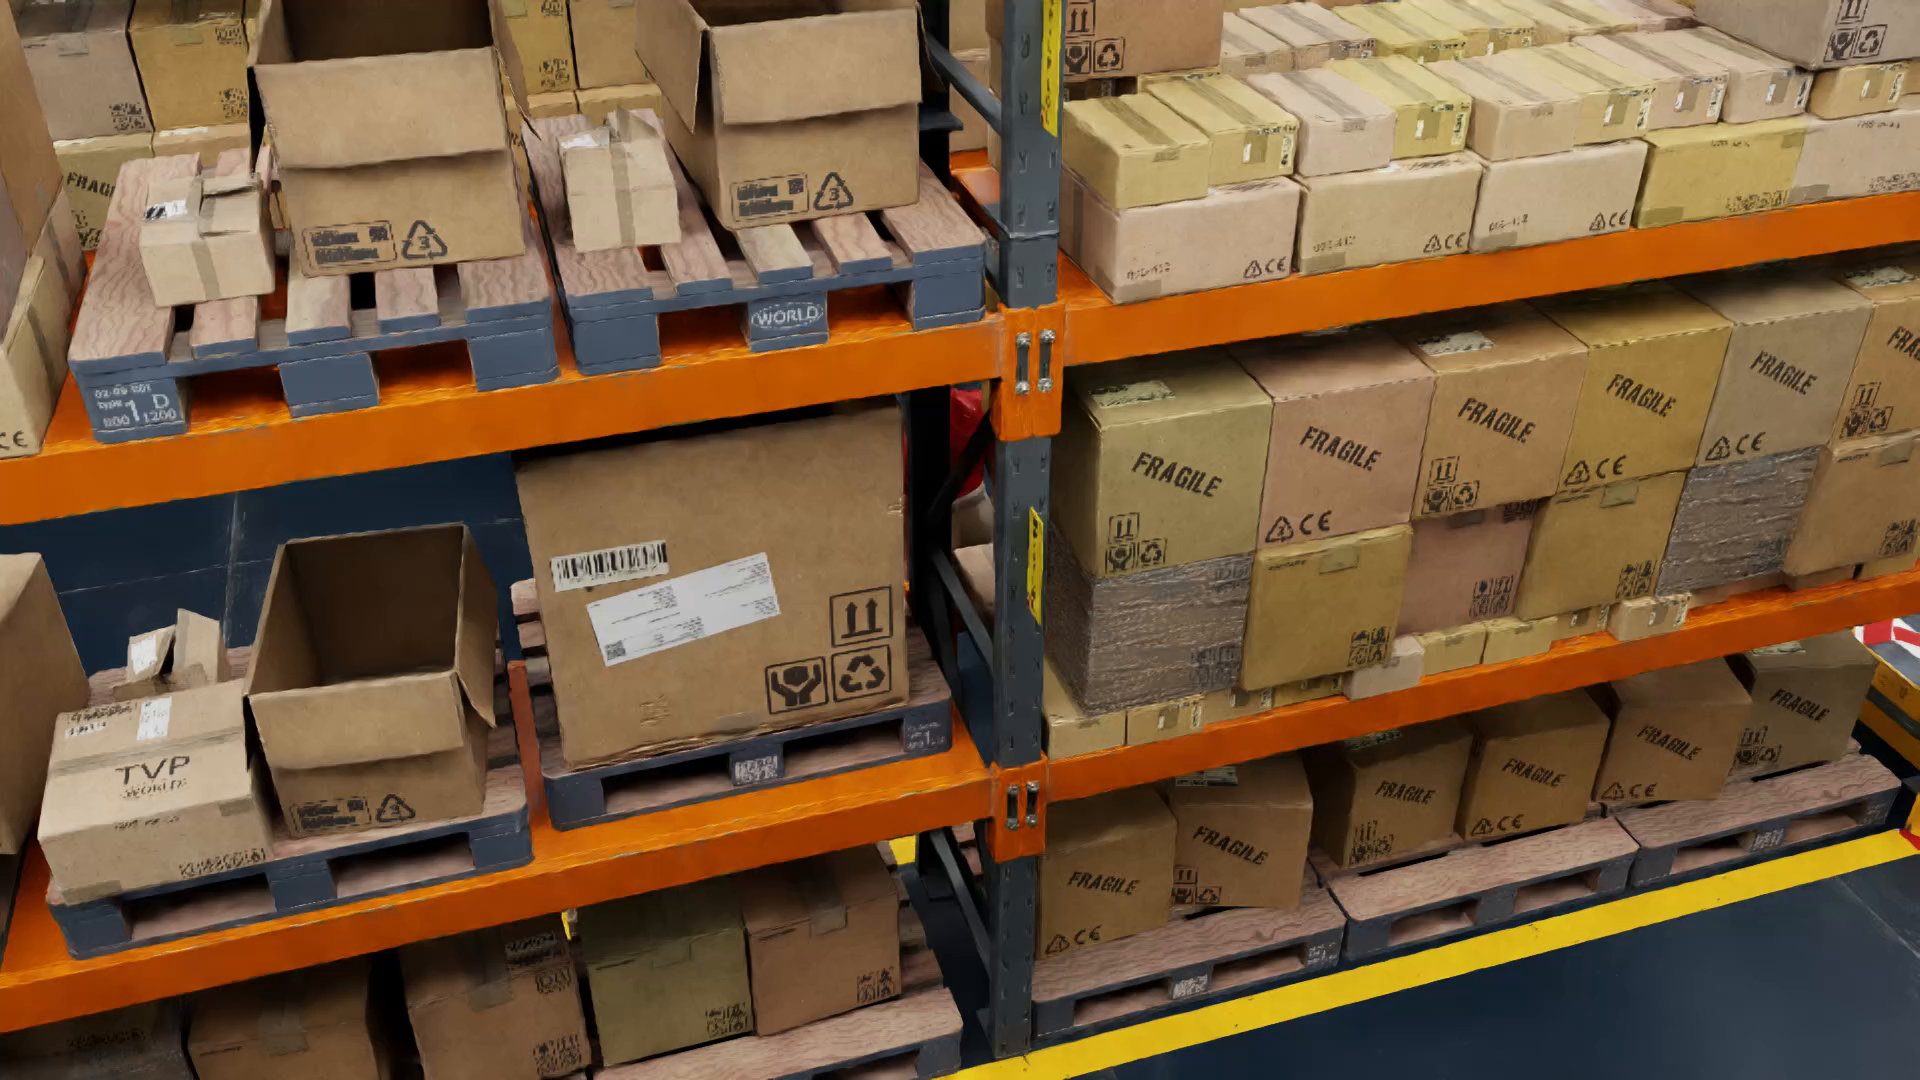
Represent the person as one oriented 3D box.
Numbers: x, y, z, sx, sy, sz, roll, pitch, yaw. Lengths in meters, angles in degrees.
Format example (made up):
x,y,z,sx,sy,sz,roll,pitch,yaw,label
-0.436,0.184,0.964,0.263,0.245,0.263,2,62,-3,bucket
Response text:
x,y,z,sx,sy,sz,roll,pitch,yaw,label
-0.022,-0.084,6.939,0.682,1.698,0.524,-17,37,-23,person
